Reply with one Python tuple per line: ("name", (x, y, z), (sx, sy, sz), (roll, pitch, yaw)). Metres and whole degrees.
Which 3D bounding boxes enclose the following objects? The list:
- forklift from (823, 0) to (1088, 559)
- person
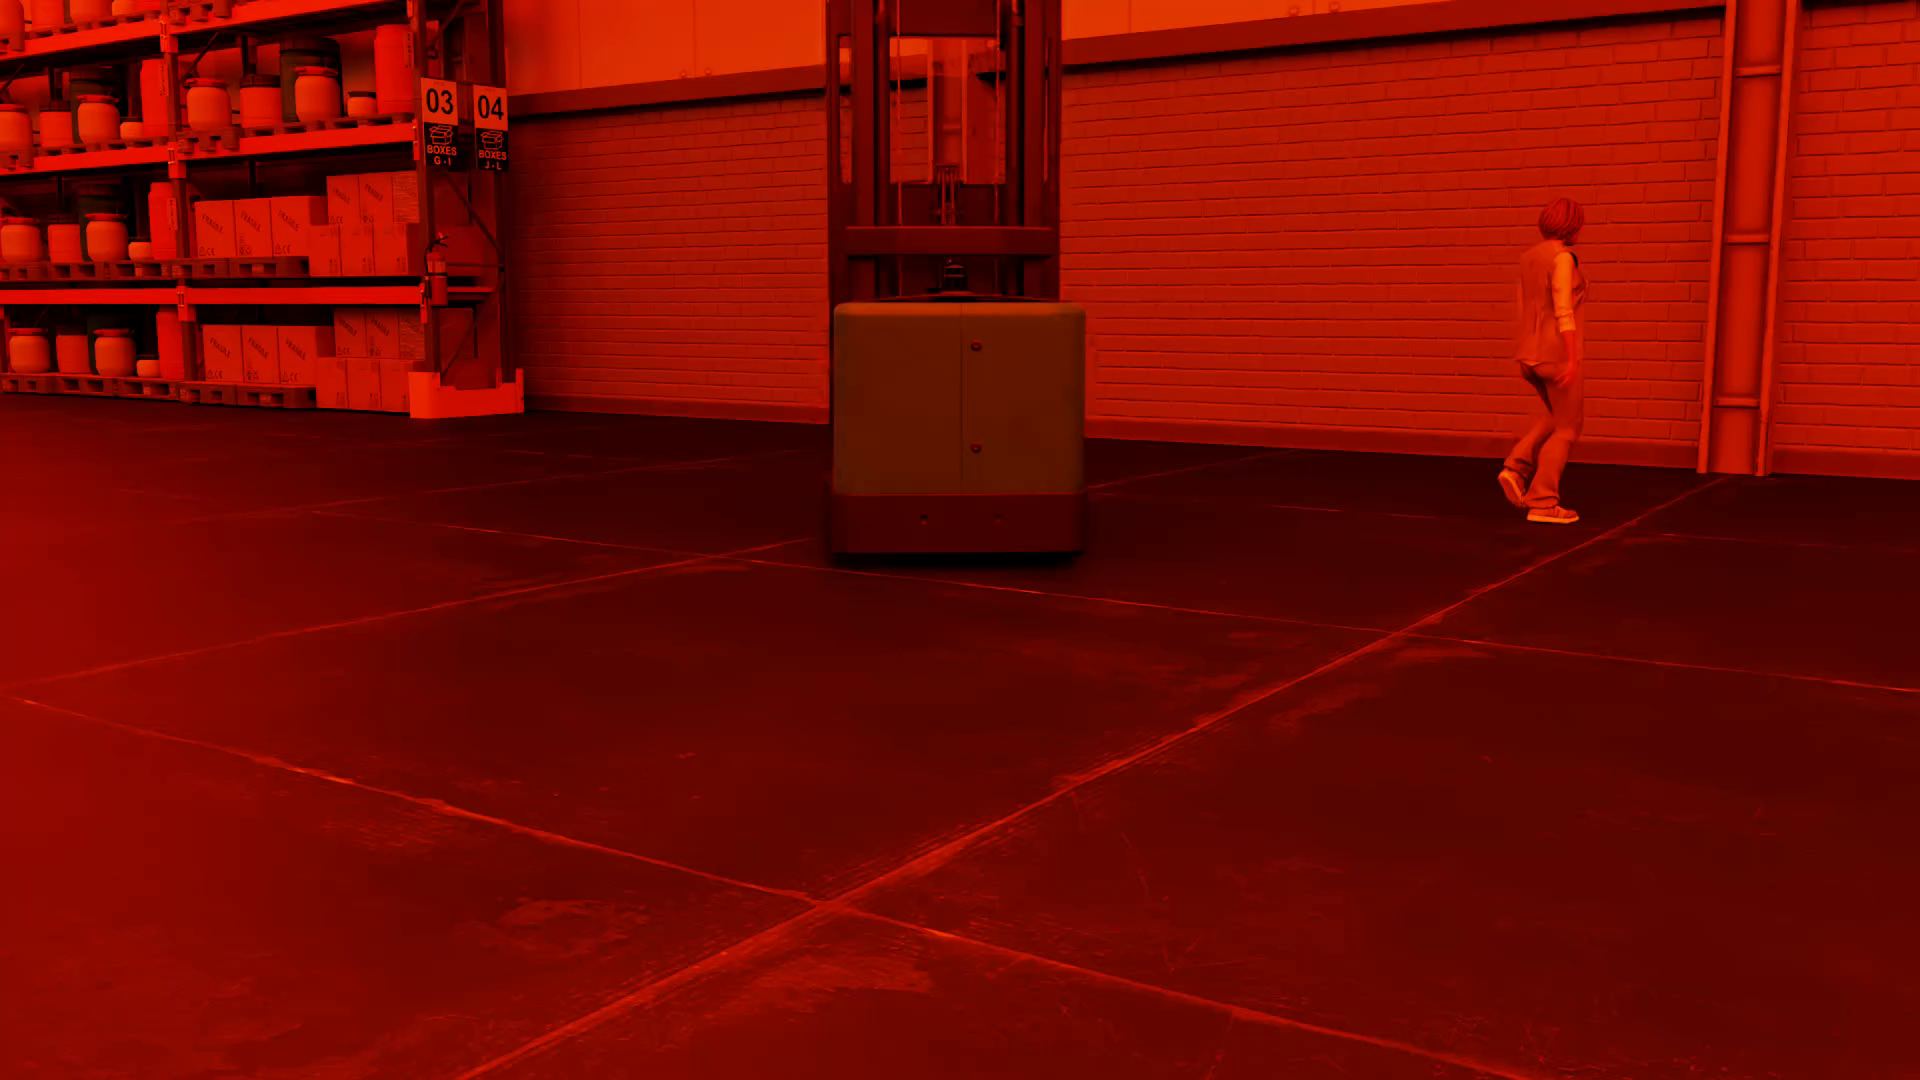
("forklift", (-0.094, -1.541, 8.031), (1.130, 2.935, 3.031), (-1, 8, -4))
("person", (2.914, -0.872, 8.144), (0.419, 1.578, 0.566), (-2, 8, -14))
